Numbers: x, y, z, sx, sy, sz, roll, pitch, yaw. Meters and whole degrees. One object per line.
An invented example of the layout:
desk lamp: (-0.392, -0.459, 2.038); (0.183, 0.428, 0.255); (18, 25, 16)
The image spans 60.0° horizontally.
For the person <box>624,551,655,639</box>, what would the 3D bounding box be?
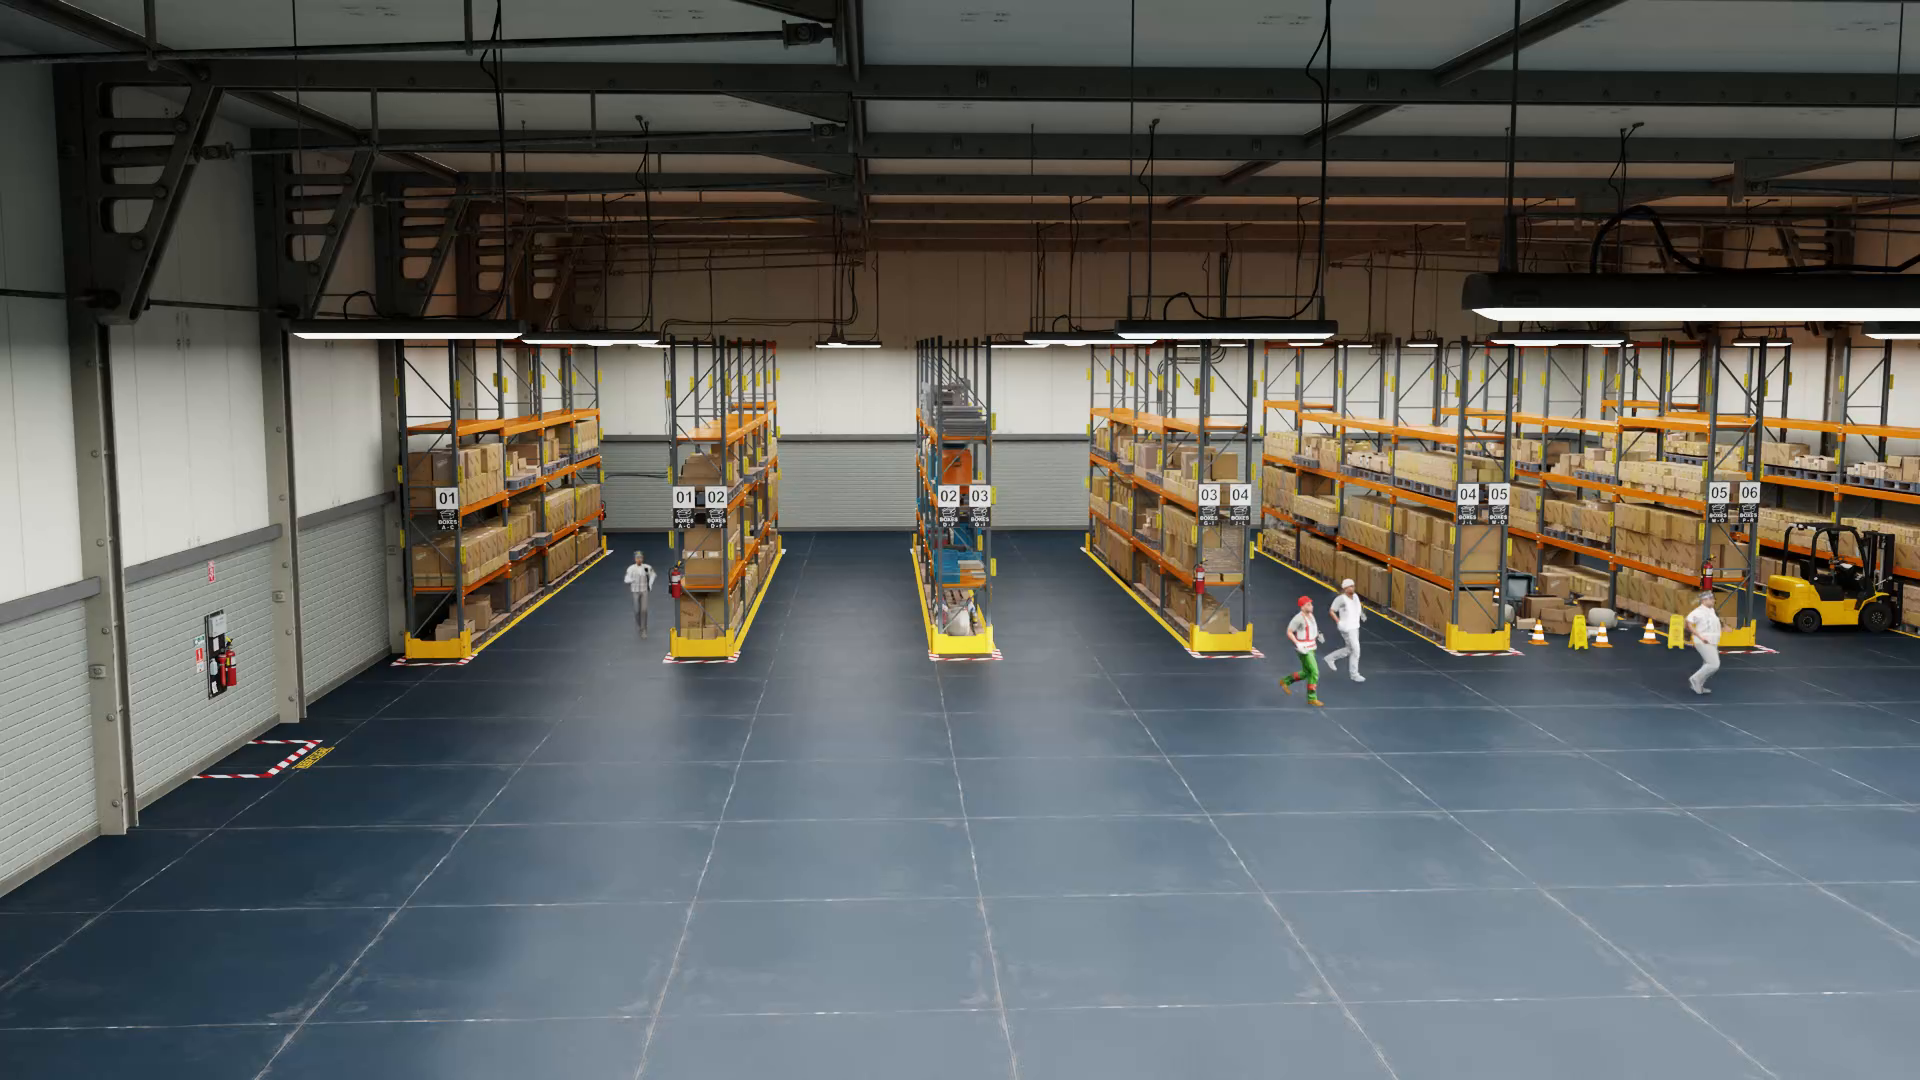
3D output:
person: (-6.434, 1.075, 33.434); (0.602, 1.735, 0.811); (-1, 7, -9)

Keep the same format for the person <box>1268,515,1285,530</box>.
person: (9.349, -0.726, 49.251); (0.878, 1.714, 0.729); (5, 8, 39)

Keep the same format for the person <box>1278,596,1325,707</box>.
person: (5.570, 1.788, 27.026); (0.803, 1.777, 0.647); (4, 8, 34)

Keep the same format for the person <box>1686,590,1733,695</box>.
person: (12.502, 1.711, 27.707); (0.648, 1.759, 0.616); (-6, 9, -45)

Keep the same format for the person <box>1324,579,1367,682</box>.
person: (6.762, 1.554, 29.090); (0.824, 1.777, 0.673); (6, 9, 42)
